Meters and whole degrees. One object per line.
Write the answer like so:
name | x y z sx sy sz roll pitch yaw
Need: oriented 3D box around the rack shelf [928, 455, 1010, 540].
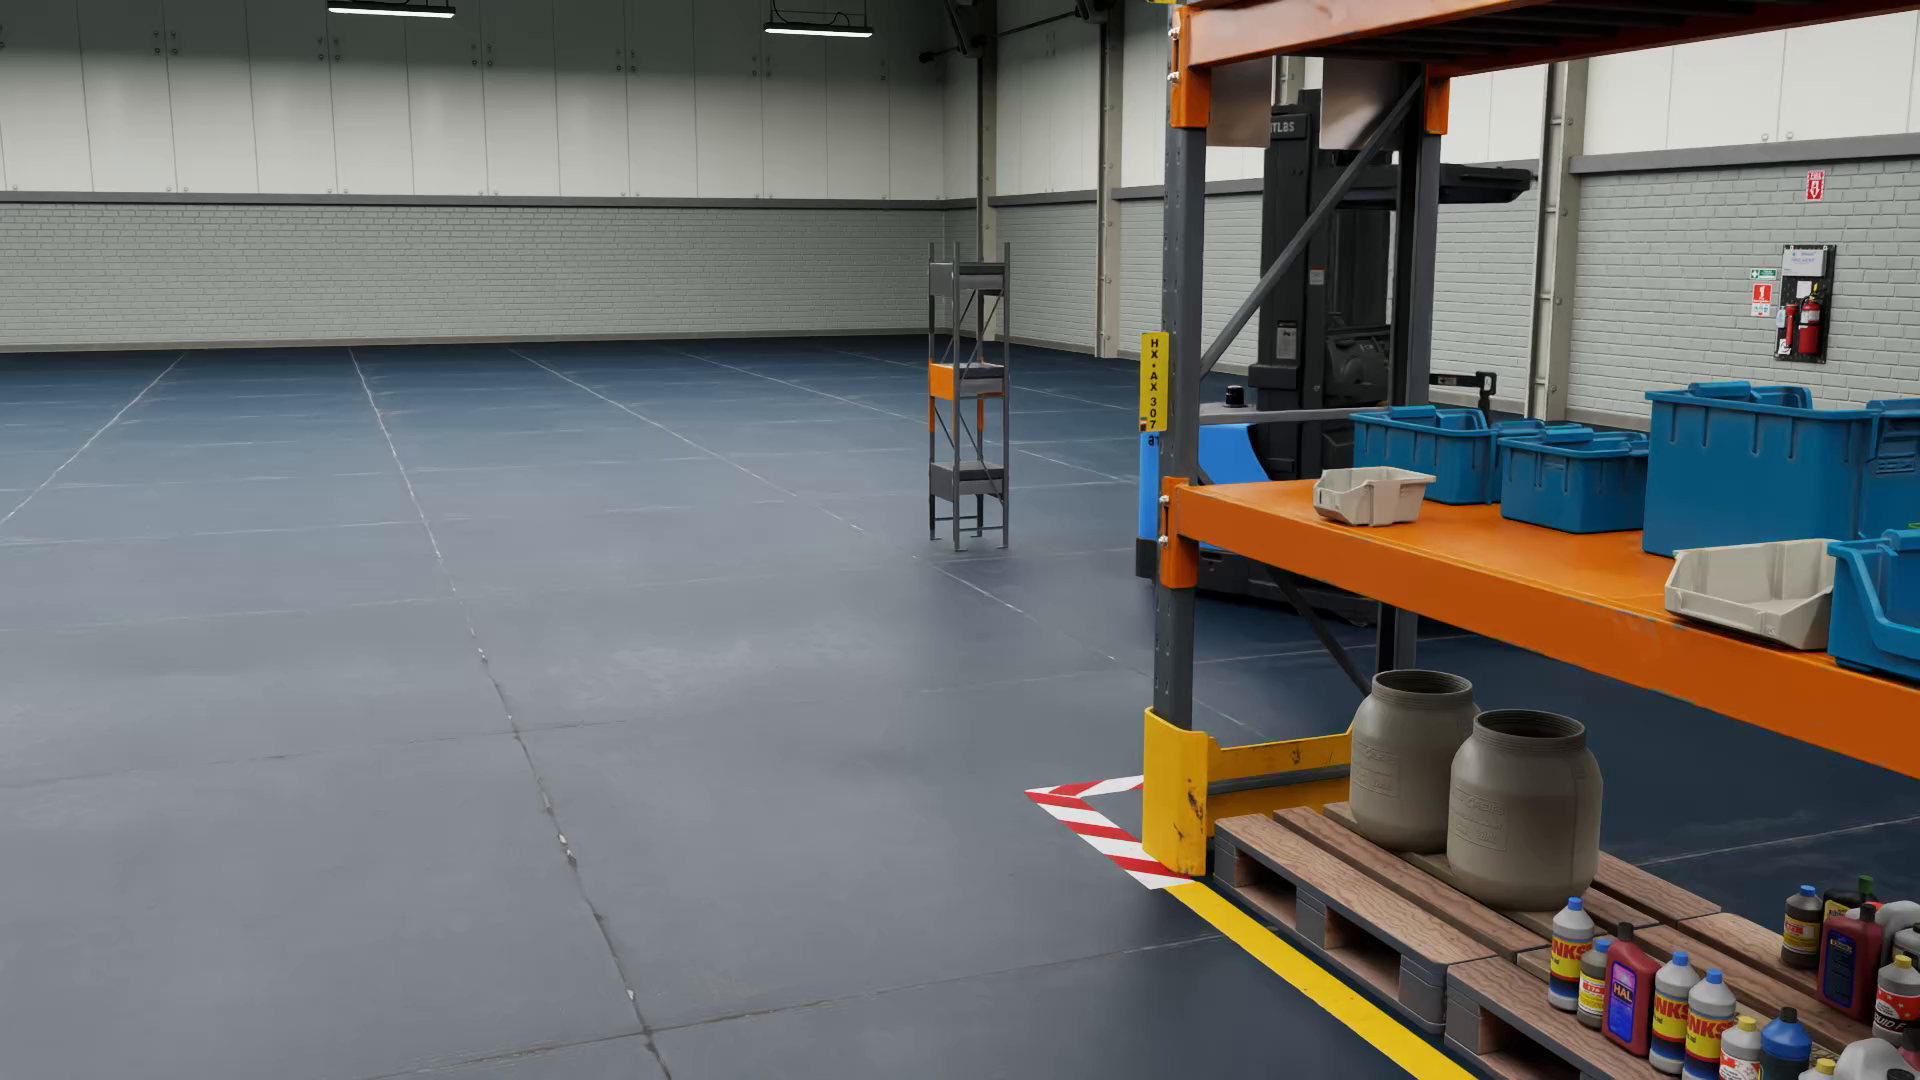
rack shelf | 0.060 -0.304 11.709 0.431 0.518 0.480 -4 11 -21

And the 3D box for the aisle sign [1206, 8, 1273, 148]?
aisle sign | 0.857 -1.692 5.446 0.394 0.787 0.004 -4 11 -21

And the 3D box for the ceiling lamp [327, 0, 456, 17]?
ceiling lamp | -9.486 -10.302 27.471 2.000 3.185 0.800 -4 11 -21

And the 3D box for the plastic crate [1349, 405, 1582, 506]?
plastic crate | 1.616 -0.283 5.373 0.499 0.251 0.616 -4 11 -21

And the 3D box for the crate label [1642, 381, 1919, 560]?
crate label | 2.075 -0.153 4.117 0.502 0.435 0.616 -4 11 -21

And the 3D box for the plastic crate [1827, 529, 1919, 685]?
plastic crate | 1.951 0.143 2.973 0.499 0.251 0.616 -4 11 -21

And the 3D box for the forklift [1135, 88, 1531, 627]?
forklift | 2.510 -1.042 9.410 3.031 2.935 1.130 9 14 42

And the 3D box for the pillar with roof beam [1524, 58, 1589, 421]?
pillar with roof beam | 3.088 -5.628 17.863 9.100 9.000 0.400 -4 11 -21

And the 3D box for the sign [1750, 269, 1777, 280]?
sign | 8.304 -2.748 17.187 0.001 0.109 0.331 -4 11 -21

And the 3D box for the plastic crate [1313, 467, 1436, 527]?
plastic crate | 1.180 -0.123 4.799 0.298 0.136 0.250 -4 11 -21

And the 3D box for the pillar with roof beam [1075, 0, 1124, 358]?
pillar with roof beam | -1.260 -7.587 28.875 9.100 9.000 0.548 -4 11 -21

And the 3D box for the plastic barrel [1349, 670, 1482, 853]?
plastic barrel | 1.465 0.701 5.317 0.421 0.512 0.421 0 10 0

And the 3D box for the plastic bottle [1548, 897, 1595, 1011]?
plastic bottle | 1.522 1.023 4.138 0.097 0.271 0.097 0 10 0

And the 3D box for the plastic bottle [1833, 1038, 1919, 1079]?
plastic bottle | 1.861 1.160 3.353 0.152 0.276 0.135 -4 11 -20

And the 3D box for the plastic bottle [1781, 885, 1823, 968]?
plastic bottle | 2.230 1.014 4.390 0.097 0.201 0.097 0 10 0

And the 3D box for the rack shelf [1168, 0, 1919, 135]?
rack shelf | 1.881 -1.215 3.677 1.077 0.370 4.000 -4 11 -21

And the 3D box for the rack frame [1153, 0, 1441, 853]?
rack frame | 1.156 -0.419 5.712 1.000 3.000 0.127 -4 11 -21

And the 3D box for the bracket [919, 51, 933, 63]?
bracket | -0.762 -11.043 38.030 0.235 0.232 0.430 -4 11 -21

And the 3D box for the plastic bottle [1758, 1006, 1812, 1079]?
plastic bottle | 1.756 1.128 3.546 0.097 0.271 0.097 0 10 0

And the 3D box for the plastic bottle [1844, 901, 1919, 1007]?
plastic bottle | 2.296 1.020 4.142 0.152 0.276 0.135 -4 11 -20

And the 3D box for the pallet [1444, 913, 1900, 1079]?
pallet | 1.955 1.295 4.038 1.003 0.211 1.213 -4 11 -21

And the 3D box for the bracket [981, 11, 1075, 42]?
bracket | 1.331 -10.100 32.730 0.076 0.066 4.783 -4 11 -21

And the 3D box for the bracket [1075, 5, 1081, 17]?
bracket | 2.271 -9.677 30.350 0.235 0.232 0.430 -4 11 -21

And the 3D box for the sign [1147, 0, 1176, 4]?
sign | 0.641 -1.866 5.257 0.100 0.325 0.005 -4 11 -21

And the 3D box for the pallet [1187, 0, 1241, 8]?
pallet | 1.364 -1.662 4.672 1.003 0.211 1.213 -4 11 -21

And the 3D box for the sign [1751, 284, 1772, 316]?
sign | 8.311 -2.488 17.241 0.001 0.329 0.234 -4 11 -21

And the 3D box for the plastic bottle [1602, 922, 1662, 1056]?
plastic bottle | 1.587 1.055 3.923 0.061 0.283 0.133 -4 11 -20

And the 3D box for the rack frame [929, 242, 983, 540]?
rack frame | -0.028 -1.047 11.808 0.400 2.100 0.015 -4 11 -21

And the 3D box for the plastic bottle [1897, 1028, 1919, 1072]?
plastic bottle | 1.961 1.150 3.391 0.061 0.283 0.133 -4 11 -21

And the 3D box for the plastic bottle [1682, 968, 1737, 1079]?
plastic bottle | 1.683 1.095 3.731 0.097 0.271 0.097 0 10 0

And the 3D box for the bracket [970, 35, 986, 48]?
bracket | 0.398 -10.521 35.094 0.235 0.232 0.430 -4 11 -21

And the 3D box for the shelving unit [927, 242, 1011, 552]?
shelving unit | 0.060 -1.007 11.584 0.431 2.100 0.503 -4 11 -21
